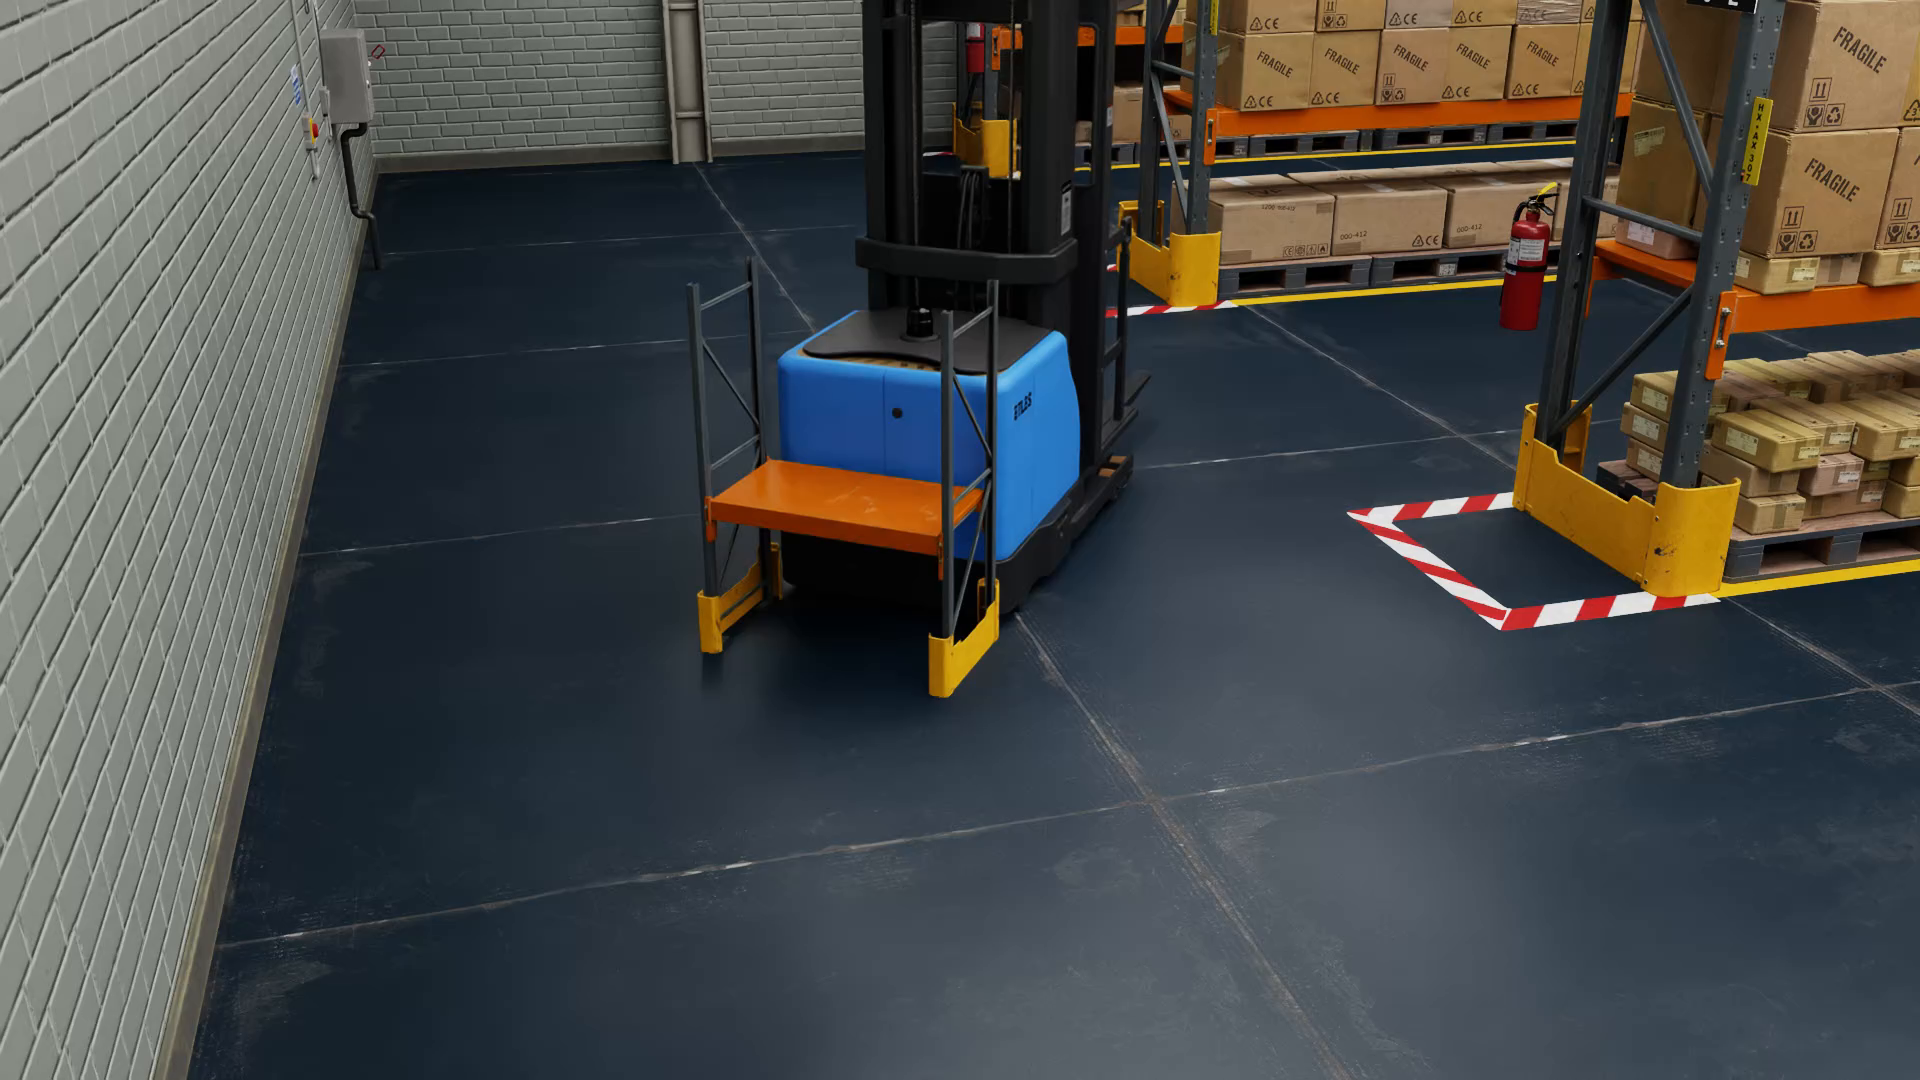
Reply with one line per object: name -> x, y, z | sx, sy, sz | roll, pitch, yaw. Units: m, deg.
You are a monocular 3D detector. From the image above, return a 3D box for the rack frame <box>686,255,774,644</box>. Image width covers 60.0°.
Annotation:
rack frame -> -0.907, -0.341, 6.642 | 0.032, 1.500, 0.500 | 9, 25, 20

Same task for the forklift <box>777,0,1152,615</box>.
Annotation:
forklift -> 0.230, -1.586, 7.728 | 1.130, 2.935, 3.031 | 8, 25, 19

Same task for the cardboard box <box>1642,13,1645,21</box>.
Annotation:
cardboard box -> 4.977, -3.999, 11.871 | 0.500, 0.500, 0.500 | -7, 24, -15

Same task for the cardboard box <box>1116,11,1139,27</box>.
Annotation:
cardboard box -> 1.542, -5.042, 16.016 | 0.250, 0.149, 0.380 | -6, 24, -14

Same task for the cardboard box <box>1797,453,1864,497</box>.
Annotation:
cardboard box -> 3.793, -0.340, 7.444 | 0.250, 0.149, 0.380 | -6, 24, -15

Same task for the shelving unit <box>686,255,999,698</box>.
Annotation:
shelving unit -> -0.443, -0.268, 6.473 | 1.083, 1.500, 0.587 | 9, 25, 20

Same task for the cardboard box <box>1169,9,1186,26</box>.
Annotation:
cardboard box -> 2.054, -5.076, 16.095 | 0.250, 0.149, 0.380 | -6, 24, -13

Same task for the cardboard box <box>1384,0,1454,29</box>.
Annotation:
cardboard box -> 3.034, -3.787, 11.376 | 0.500, 0.500, 0.500 | -6, 24, -15

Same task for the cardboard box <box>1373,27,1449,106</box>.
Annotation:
cardboard box -> 3.020, -3.323, 11.563 | 0.500, 0.500, 0.500 | -6, 24, -15

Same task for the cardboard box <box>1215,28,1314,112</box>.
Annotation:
cardboard box -> 2.046, -3.211, 11.302 | 0.500, 0.500, 0.500 | -7, 24, -15

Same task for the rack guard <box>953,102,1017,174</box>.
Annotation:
rack guard -> 0.235, -3.966, 16.360 | 0.348, 0.500, 1.175 | -6, 24, -14

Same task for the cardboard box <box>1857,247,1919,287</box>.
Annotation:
cardboard box -> 3.848, -1.200, 7.061 | 0.250, 0.149, 0.380 | -7, 24, -16

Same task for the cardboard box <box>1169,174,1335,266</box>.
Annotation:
cardboard box -> 2.114, -2.347, 12.132 | 0.875, 0.438, 0.875 | -7, 24, -16

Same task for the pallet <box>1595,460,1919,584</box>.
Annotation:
pallet -> 3.805, -0.154, 7.841 | 1.213, 0.211, 1.003 | -6, 24, -14

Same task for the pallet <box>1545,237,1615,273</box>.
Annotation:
pallet -> 4.604, -2.316, 12.880 | 1.213, 0.211, 1.003 | -6, 24, -14

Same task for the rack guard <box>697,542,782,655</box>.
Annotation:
rack guard -> -0.906, 0.234, 6.888 | 0.087, 0.250, 0.587 | 9, 25, 20

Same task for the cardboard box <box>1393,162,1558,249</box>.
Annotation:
cardboard box -> 3.862, -2.543, 12.589 | 0.875, 0.438, 0.875 | -7, 24, -16

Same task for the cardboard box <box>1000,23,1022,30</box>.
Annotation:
cardboard box -> 0.552, -4.922, 15.736 | 0.250, 0.149, 0.380 | -6, 24, -15

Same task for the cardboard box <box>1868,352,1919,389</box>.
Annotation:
cardboard box -> 4.648, -0.783, 8.100 | 0.250, 0.149, 0.380 | -7, 24, -16

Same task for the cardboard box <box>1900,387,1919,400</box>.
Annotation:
cardboard box -> 4.533, -0.574, 7.613 | 0.250, 0.149, 0.380 | -5, 24, -12

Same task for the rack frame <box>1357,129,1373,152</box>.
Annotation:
rack frame -> 4.013, -5.533, 16.841 | 0.127, 3.000, 1.000 | -6, 24, -14

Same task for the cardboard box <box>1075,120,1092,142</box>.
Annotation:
cardboard box -> 1.196, -4.049, 16.466 | 0.250, 0.149, 0.380 | -7, 24, -16

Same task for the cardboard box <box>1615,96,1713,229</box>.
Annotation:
cardboard box -> 3.303, -1.682, 7.363 | 0.500, 0.500, 0.500 | -6, 24, -13

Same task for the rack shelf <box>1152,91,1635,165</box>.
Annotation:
rack shelf -> 3.432, -3.105, 12.095 | 4.000, 0.370, 1.077 | -6, 24, -14

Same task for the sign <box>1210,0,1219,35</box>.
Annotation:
sign -> 1.650, -3.446, 10.778 | 0.005, 0.325, 0.100 | -6, 24, -14

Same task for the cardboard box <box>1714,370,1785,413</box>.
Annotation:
cardboard box -> 3.639, -0.668, 7.831 | 0.250, 0.149, 0.380 | -6, 24, -13

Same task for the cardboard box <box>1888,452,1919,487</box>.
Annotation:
cardboard box -> 4.281, -0.386, 7.550 | 0.250, 0.149, 0.380 | -6, 24, -13

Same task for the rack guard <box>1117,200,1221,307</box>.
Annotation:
rack guard -> 1.483, -2.072, 11.944 | 0.348, 0.500, 1.175 | -6, 24, -14

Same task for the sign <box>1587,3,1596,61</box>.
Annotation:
sign -> 2.810, -2.244, 7.308 | 0.005, 0.325, 0.100 | -6, 24, -14

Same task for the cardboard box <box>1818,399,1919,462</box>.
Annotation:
cardboard box -> 4.047, -0.491, 7.418 | 0.250, 0.149, 0.380 | -6, 24, -15

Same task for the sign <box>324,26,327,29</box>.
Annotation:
sign -> -4.677, -3.548, 12.336 | 0.001, 0.494, 0.329 | -6, 24, -14

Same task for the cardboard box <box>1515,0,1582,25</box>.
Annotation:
cardboard box -> 3.999, -3.890, 11.618 | 0.500, 0.500, 0.500 | -6, 24, -14

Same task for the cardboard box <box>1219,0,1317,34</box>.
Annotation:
cardboard box -> 2.045, -3.671, 11.107 | 0.500, 0.500, 0.500 | -7, 24, -16

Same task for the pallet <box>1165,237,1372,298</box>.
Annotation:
pallet -> 2.255, -2.056, 12.274 | 1.213, 0.211, 1.003 | -6, 24, -14

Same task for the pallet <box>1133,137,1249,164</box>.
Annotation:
pallet -> 2.174, -4.047, 16.915 | 1.213, 0.211, 1.003 | -6, 24, -14

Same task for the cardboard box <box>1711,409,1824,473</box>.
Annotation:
cardboard box -> 3.537, -0.437, 7.294 | 0.250, 0.149, 0.380 | -7, 24, -17

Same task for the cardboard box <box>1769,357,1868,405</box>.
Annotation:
cardboard box -> 4.120, -0.747, 8.016 | 0.250, 0.149, 0.380 | -7, 24, -16

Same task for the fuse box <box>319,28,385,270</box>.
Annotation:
fuse box -> -4.344, -2.834, 12.185 | 0.414, 1.711, 0.539 | -6, 24, -14

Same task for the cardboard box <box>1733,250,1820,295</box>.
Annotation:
cardboard box -> 3.341, -1.149, 6.942 | 0.250, 0.149, 0.380 | -7, 24, -15

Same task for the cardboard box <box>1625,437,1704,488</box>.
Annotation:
cardboard box -> 3.391, -0.372, 7.897 | 0.250, 0.149, 0.380 | -6, 24, -13

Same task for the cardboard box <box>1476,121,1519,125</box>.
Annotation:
cardboard box -> 5.531, -4.655, 17.433 | 0.500, 0.500, 0.500 | -7, 24, -16

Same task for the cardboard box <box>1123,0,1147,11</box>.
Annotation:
cardboard box -> 1.644, -5.230, 15.947 | 0.500, 0.250, 0.500 | -7, 24, -15

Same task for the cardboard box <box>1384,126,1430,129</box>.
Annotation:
cardboard box -> 4.539, -4.543, 17.172 | 0.500, 0.500, 0.500 | -5, 24, -12

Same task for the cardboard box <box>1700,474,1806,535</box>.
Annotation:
cardboard box -> 3.531, -0.171, 7.428 | 0.250, 0.149, 0.380 | -6, 24, -13

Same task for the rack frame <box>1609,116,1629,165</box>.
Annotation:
rack frame -> 5.357, -3.649, 12.450 | 0.127, 3.000, 1.000 | -6, 24, -14

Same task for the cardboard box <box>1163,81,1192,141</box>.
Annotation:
cardboard box -> 2.146, -4.275, 16.546 | 0.500, 0.500, 0.500 | -6, 24, -13

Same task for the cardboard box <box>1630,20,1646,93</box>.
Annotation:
cardboard box -> 4.980, -3.548, 12.089 | 0.500, 0.500, 0.500 | -6, 24, -14

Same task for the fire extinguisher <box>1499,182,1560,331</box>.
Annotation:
fire extinguisher -> 2.573, -1.296, 7.537 | 0.183, 0.674, 0.296 | -6, 24, -14

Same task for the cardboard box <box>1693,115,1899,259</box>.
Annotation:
cardboard box -> 3.447, -1.480, 6.891 | 0.500, 0.500, 0.500 | -5, 24, -12

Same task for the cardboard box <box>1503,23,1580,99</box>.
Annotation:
cardboard box -> 4.006, -3.432, 11.818 | 0.500, 0.500, 0.500 | -7, 24, -15

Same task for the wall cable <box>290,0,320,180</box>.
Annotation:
wall cable -> -3.917, -3.095, 9.830 | 0.123, 1.953, 0.585 | -6, 24, -14

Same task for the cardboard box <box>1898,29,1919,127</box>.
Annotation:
cardboard box -> 3.928, -2.000, 6.834 | 0.500, 0.500, 0.500 | -6, 24, -13

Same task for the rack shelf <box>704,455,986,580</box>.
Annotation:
rack shelf -> -0.434, -0.102, 6.541 | 1.000, 0.185, 0.538 | 9, 25, 20

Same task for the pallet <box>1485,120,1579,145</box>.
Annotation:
pallet -> 5.963, -4.484, 17.932 | 1.213, 0.211, 1.003 | -6, 24, -14

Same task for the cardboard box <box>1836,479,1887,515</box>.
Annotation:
cardboard box -> 3.998, -0.259, 7.633 | 0.250, 0.149, 0.380 | -6, 24, -14

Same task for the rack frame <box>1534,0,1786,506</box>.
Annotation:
rack frame -> 2.940, -1.354, 7.102 | 0.127, 3.000, 1.000 | -6, 24, -14

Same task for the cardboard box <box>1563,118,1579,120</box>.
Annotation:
cardboard box -> 6.527, -4.771, 17.701 | 0.500, 0.500, 0.500 | -5, 24, -12

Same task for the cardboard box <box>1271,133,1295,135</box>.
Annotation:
cardboard box -> 3.212, -4.261, 16.810 | 0.258, 0.266, 0.396 | -5, 24, -12
